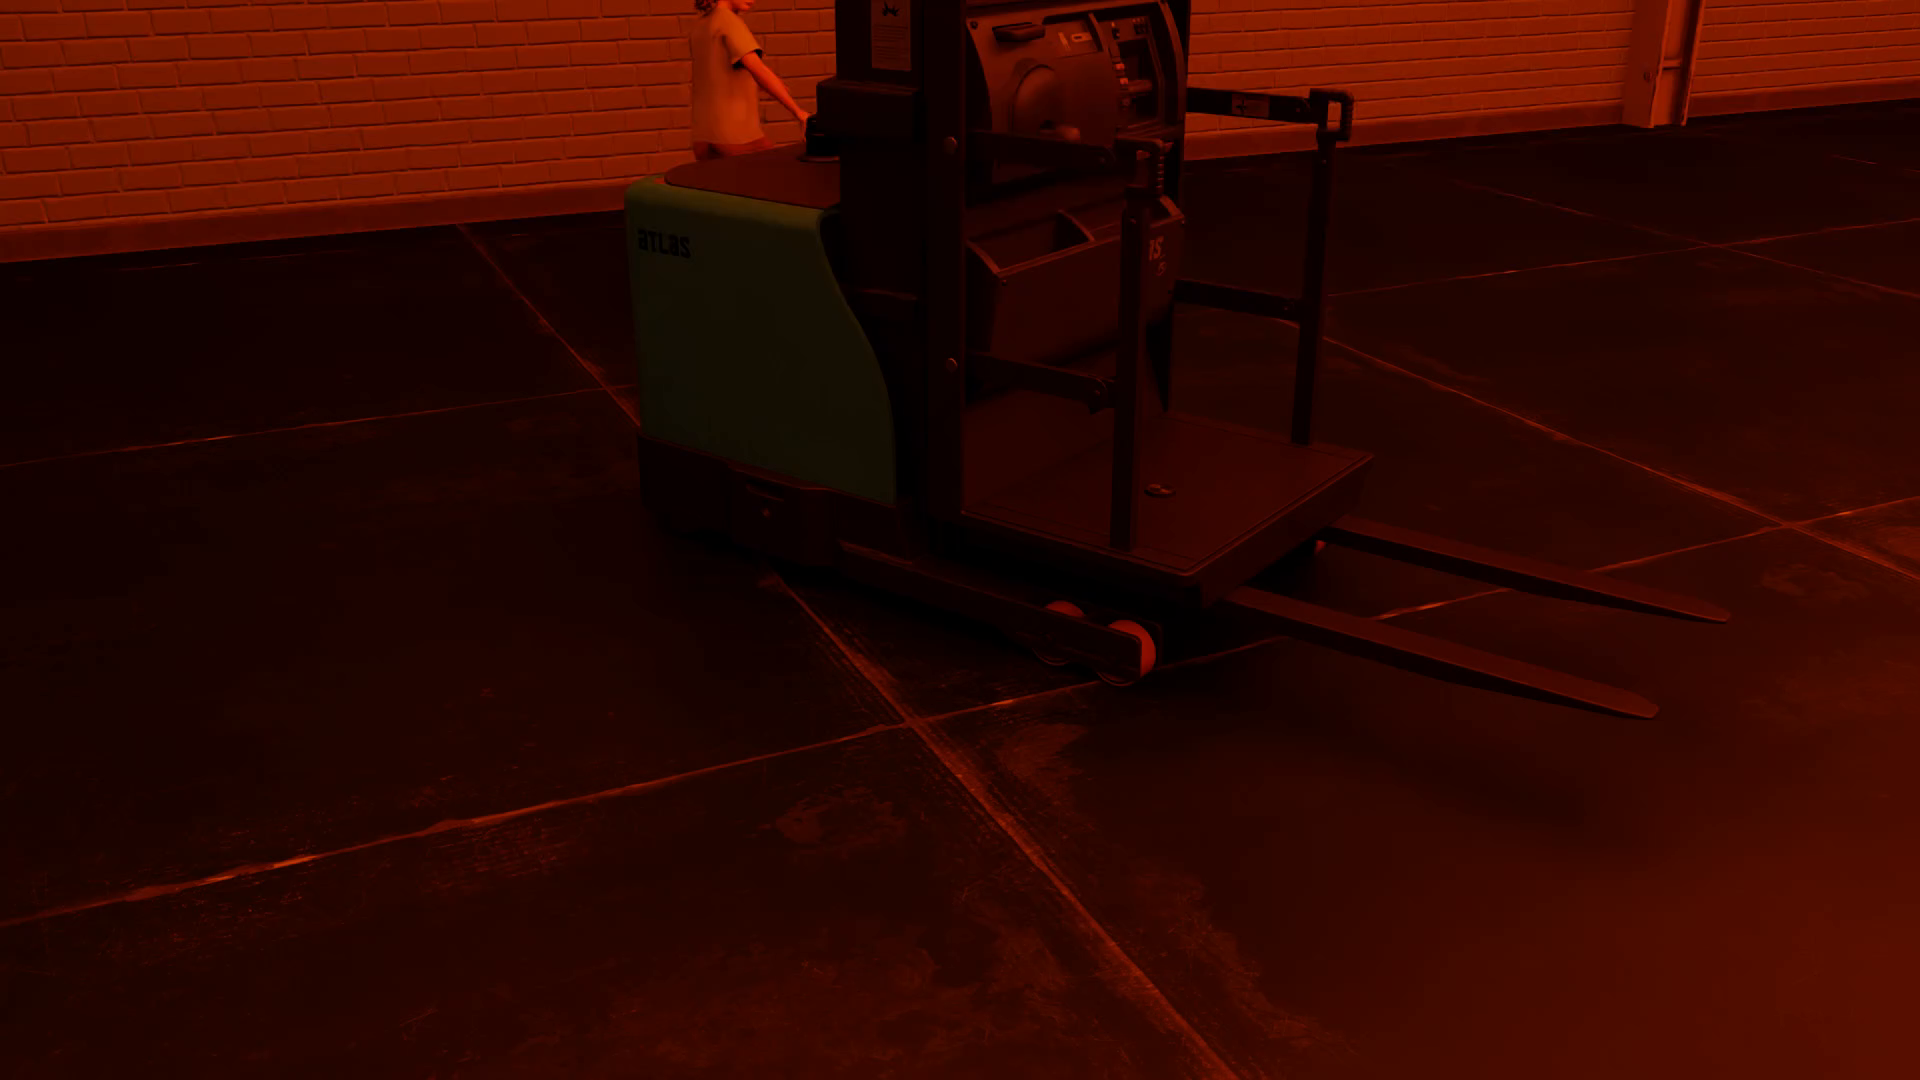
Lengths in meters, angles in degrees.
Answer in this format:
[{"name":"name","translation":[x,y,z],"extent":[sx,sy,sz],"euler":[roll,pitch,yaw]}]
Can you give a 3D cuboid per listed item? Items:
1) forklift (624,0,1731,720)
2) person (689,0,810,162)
[{"name":"forklift","translation":[0.488,-1.213,4.206],"extent":[3.031,2.935,1.130],"euler":[16,27,34]},{"name":"person","translation":[-0.912,-1.822,7.476],"extent":[0.774,1.551,0.749],"euler":[19,29,38]}]
